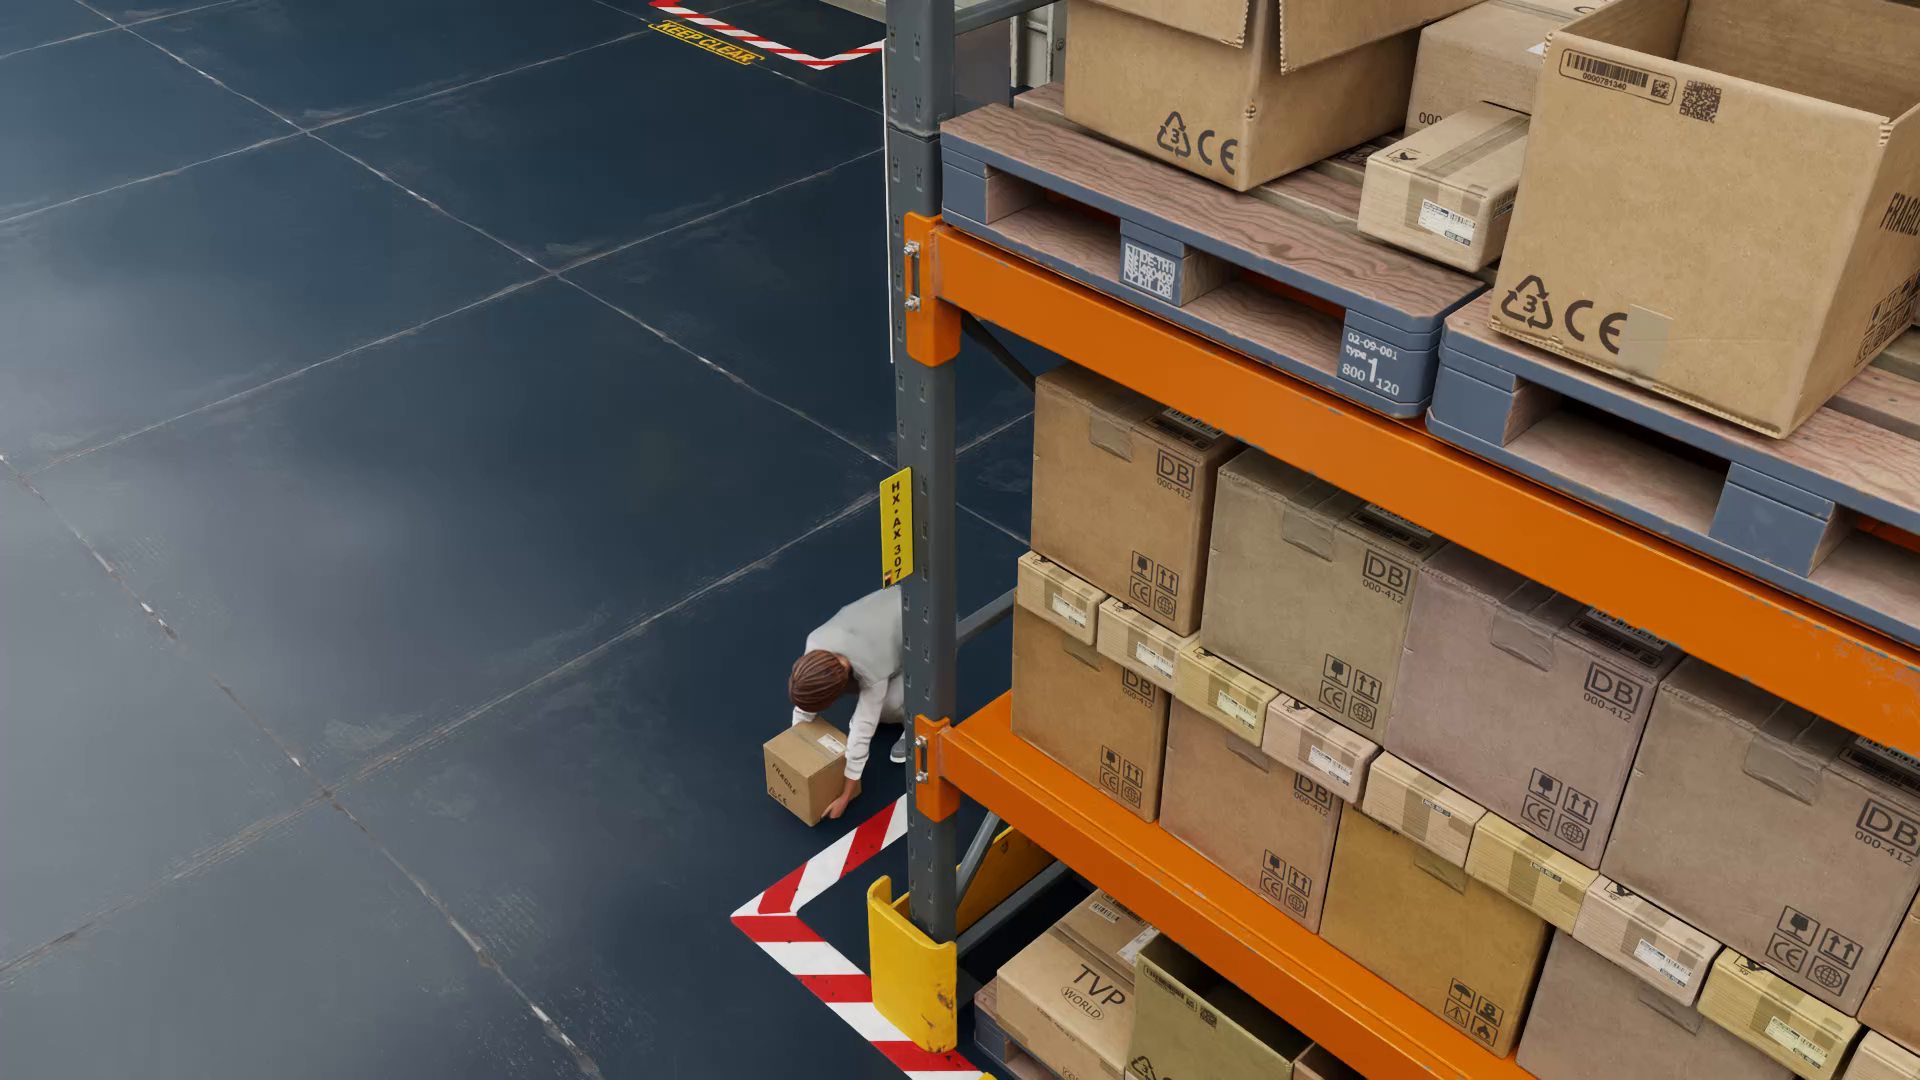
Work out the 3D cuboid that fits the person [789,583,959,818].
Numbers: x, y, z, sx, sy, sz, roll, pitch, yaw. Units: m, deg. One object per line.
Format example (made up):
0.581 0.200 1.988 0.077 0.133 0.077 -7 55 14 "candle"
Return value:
-0.330 0.538 6.212 0.420 0.715 0.855 26 43 31 "person"
